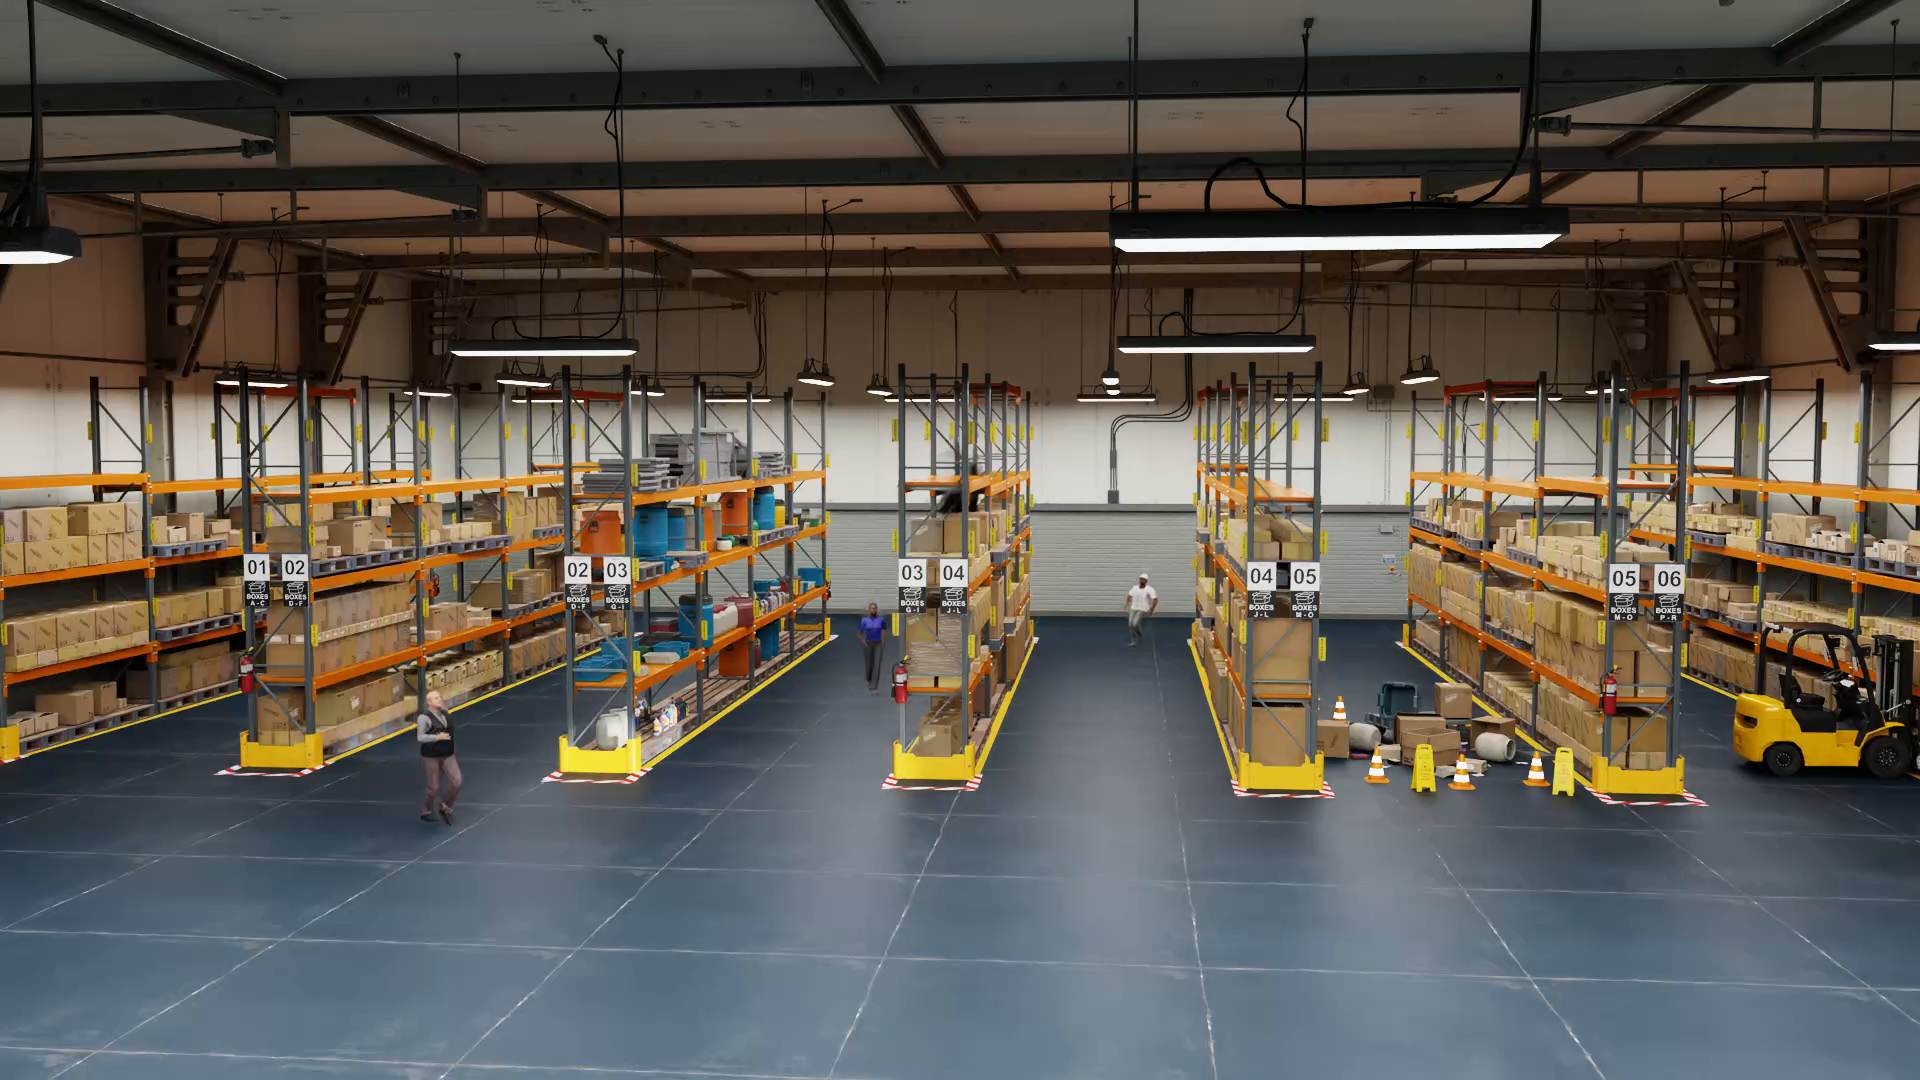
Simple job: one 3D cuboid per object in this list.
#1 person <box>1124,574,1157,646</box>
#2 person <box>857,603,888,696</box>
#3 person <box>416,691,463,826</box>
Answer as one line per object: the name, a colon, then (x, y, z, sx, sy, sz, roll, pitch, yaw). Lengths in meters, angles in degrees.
person: (4.191, 1.648, 39.072, 0.760, 1.708, 0.537, 3, 5, 39)
person: (-1.569, 1.967, 30.203, 0.579, 1.650, 0.685, -1, 4, -9)
person: (-6.615, 2.795, 21.156, 0.687, 1.755, 0.638, 3, 5, 36)
